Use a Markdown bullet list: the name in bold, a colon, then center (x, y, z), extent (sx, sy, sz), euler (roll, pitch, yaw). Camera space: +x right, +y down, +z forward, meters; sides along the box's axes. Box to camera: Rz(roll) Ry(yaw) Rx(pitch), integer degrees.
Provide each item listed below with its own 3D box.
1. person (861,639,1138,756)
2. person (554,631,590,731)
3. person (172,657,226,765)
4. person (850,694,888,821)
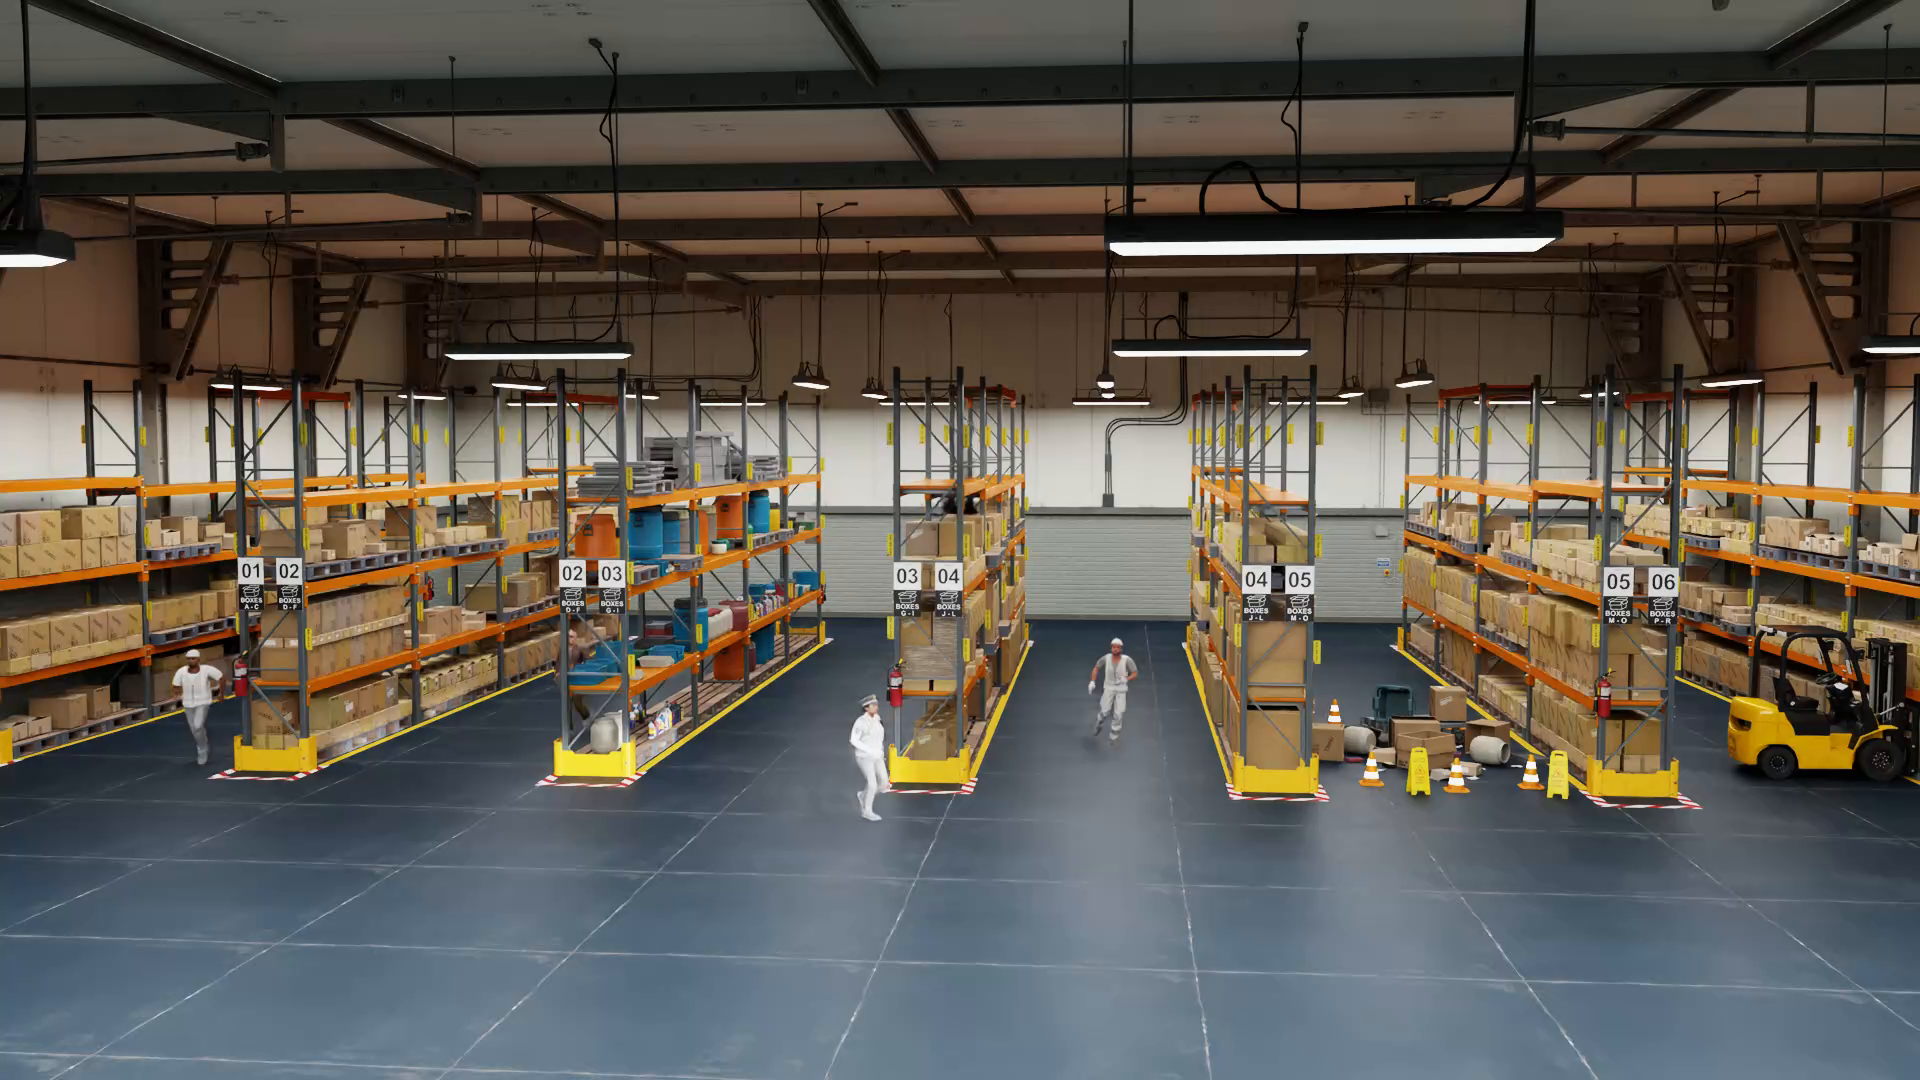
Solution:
- **person**: center (0.760, 2.600, 24.403), extent (4.093, 1.666, 6.001), euler (0, 4, 2)
- **person**: center (-6.466, 2.349, 27.771), extent (0.676, 1.686, 0.840), euler (1, 4, 9)
- **person**: center (-11.719, 2.572, 25.550), extent (0.708, 1.740, 0.795), euler (0, 4, -2)
- **person**: center (-1.190, 2.828, 21.705), extent (0.547, 1.661, 0.623), euler (3, 5, 38)
